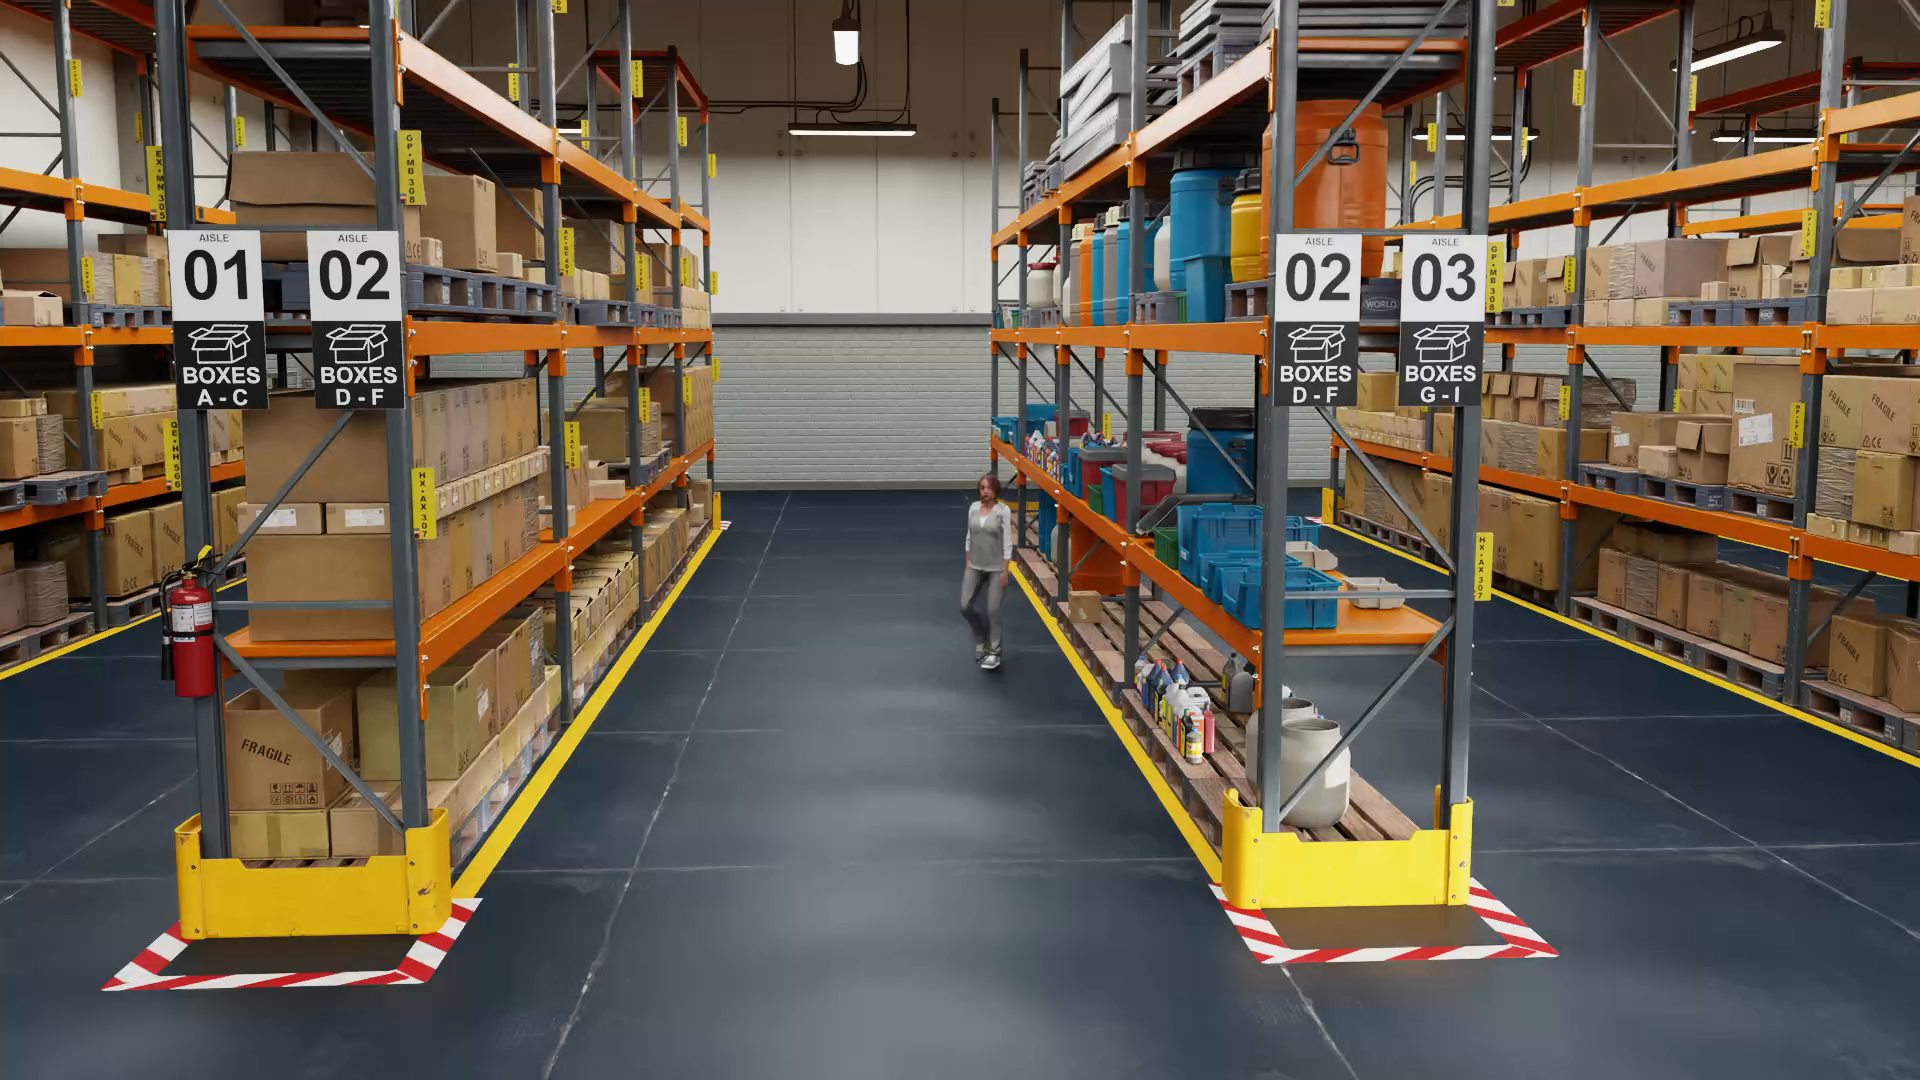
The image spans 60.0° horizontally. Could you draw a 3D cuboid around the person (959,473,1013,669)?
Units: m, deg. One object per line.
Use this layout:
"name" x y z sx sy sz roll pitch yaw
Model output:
"person" 0.219 0.251 13.533 0.449 1.592 0.427 3 8 22
